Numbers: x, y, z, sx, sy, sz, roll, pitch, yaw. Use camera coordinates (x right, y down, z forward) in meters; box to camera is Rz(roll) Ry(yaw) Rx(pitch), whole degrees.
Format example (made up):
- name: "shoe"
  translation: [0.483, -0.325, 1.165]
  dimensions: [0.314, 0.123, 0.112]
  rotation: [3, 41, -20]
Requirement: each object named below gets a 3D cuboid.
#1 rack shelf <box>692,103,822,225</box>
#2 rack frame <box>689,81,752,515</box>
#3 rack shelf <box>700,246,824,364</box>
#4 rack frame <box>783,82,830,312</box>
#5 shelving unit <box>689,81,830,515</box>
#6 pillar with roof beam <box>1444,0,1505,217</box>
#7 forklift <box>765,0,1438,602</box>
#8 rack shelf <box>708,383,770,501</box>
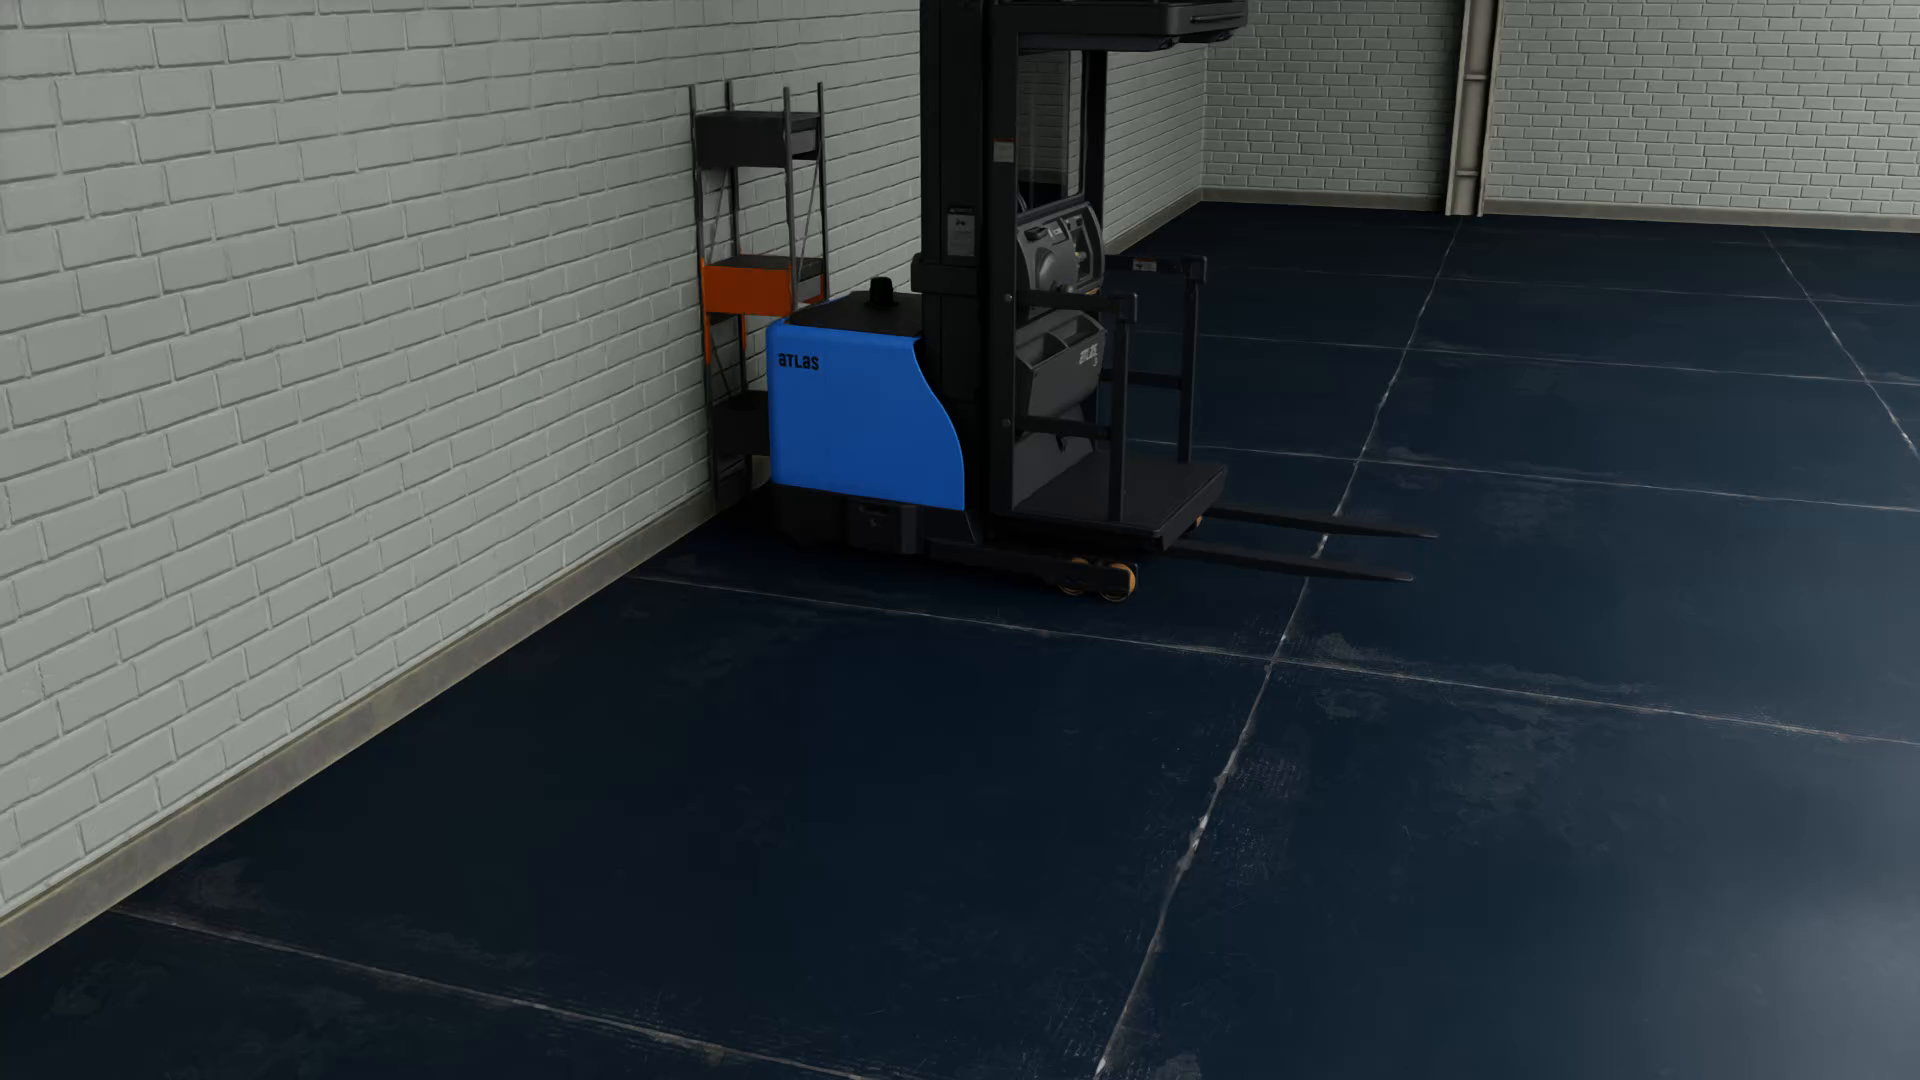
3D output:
- name: "rack shelf"
  translation: [-0.957, -1.809, 7.965]
  dimensions: [0.480, 0.518, 0.431]
  rotation: [6, 20, 19]
- name: "rack frame"
  translation: [-1.181, -1.183, 8.264]
  dimensions: [0.015, 2.100, 0.400]
  rotation: [6, 20, 19]
- name: "rack shelf"
  translation: [-0.952, -1.145, 8.187]
  dimensions: [0.480, 0.518, 0.431]
  rotation: [6, 20, 19]
- name: "rack frame"
  translation: [-0.724, -1.132, 8.102]
  dimensions: [0.015, 2.100, 0.400]
  rotation: [6, 20, 19]
- name: "shelving unit"
  translation: [-0.952, -1.158, 8.183]
  dimensions: [0.503, 2.100, 0.431]
  rotation: [6, 20, 19]
- name: "pillar with roof beam"
  translation: [4.177, -6.526, 13.128]
  dimensions: [0.400, 9.000, 9.100]
  rotation: [7, 20, 18]
- name: "forklift"
  translation: [0.640, -1.312, 7.388]
  dimensions: [3.031, 2.935, 1.130]
  rotation: [9, 21, 23]
- name: "rack shelf"
  translation: [-0.947, -0.481, 8.410]
  dimensions: [0.480, 0.518, 0.431]
  rotation: [6, 20, 19]
